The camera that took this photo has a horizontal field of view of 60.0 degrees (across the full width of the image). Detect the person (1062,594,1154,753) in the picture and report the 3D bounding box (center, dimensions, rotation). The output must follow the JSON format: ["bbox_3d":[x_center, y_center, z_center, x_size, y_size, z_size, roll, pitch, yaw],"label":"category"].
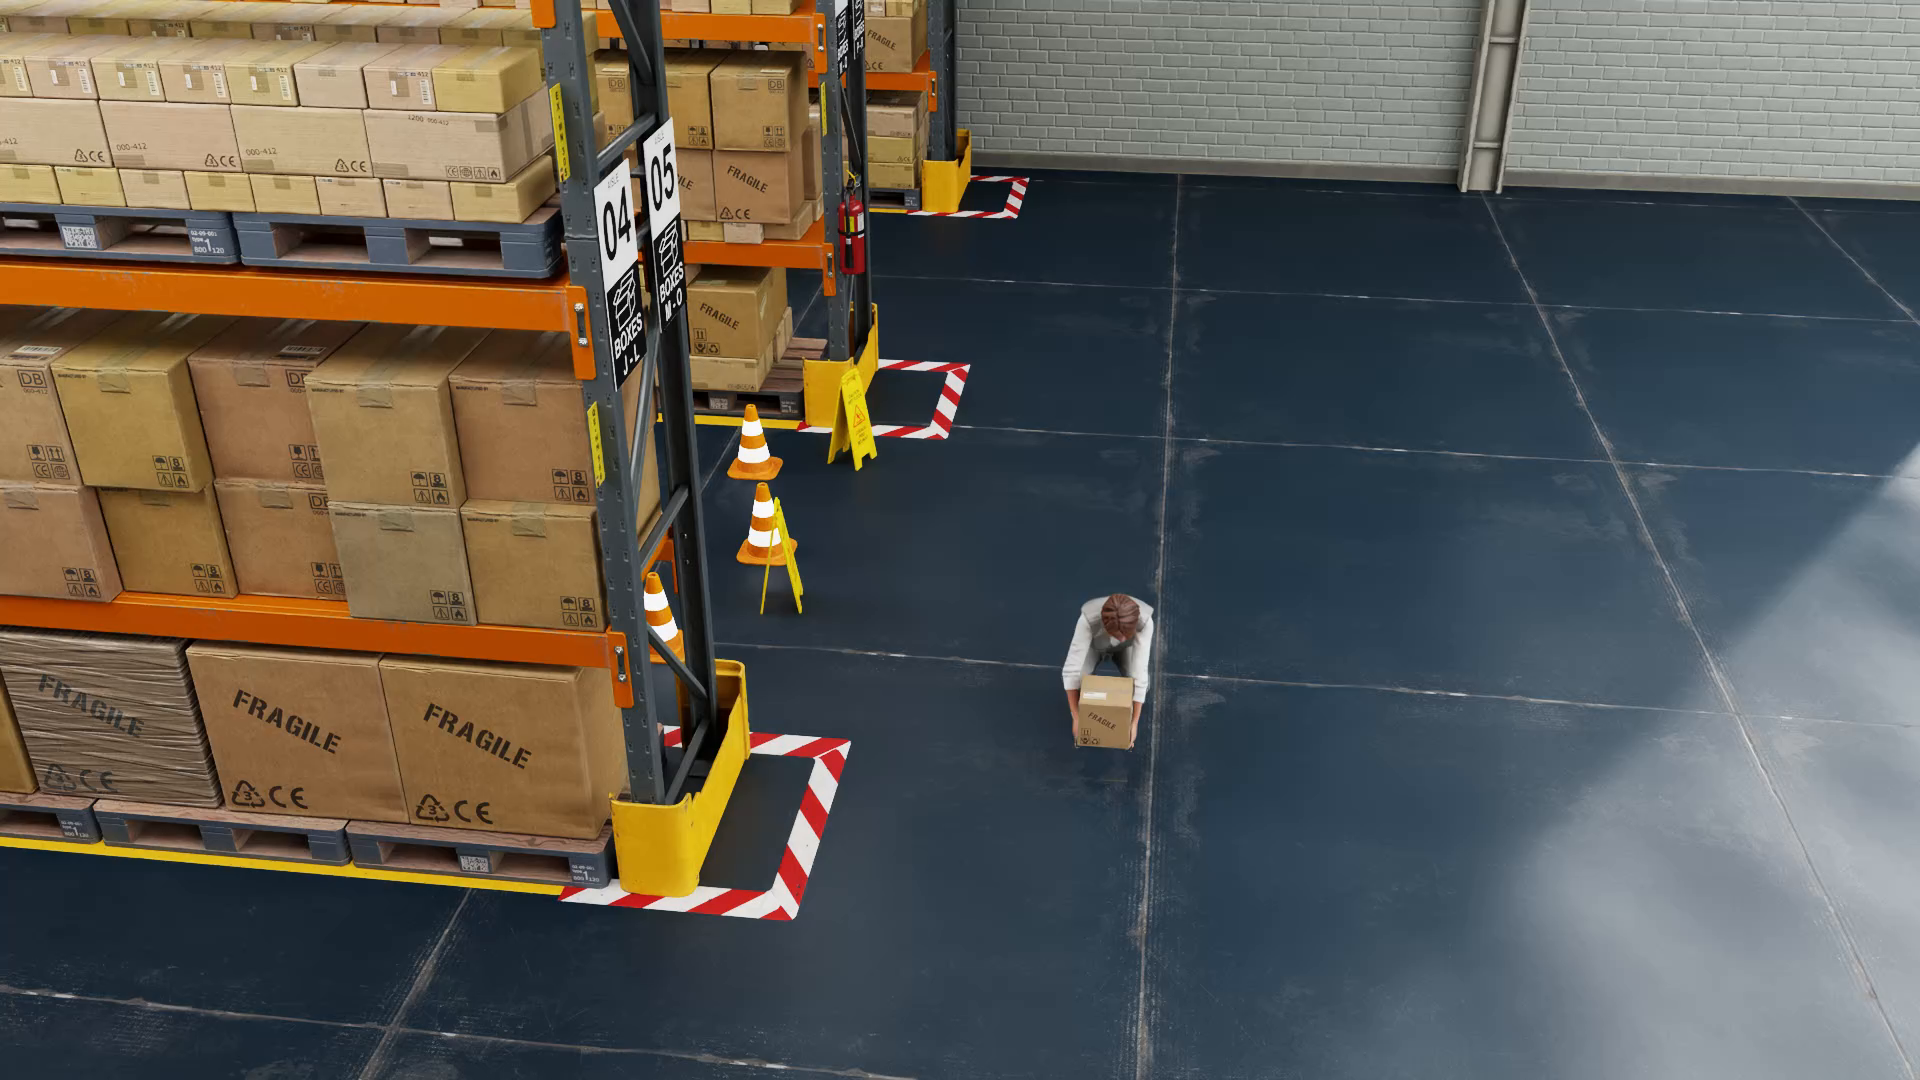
[{"bbox_3d":[0.742,0.574,8.325,0.435,0.900,0.813,3,29,6],"label":"person"}]
